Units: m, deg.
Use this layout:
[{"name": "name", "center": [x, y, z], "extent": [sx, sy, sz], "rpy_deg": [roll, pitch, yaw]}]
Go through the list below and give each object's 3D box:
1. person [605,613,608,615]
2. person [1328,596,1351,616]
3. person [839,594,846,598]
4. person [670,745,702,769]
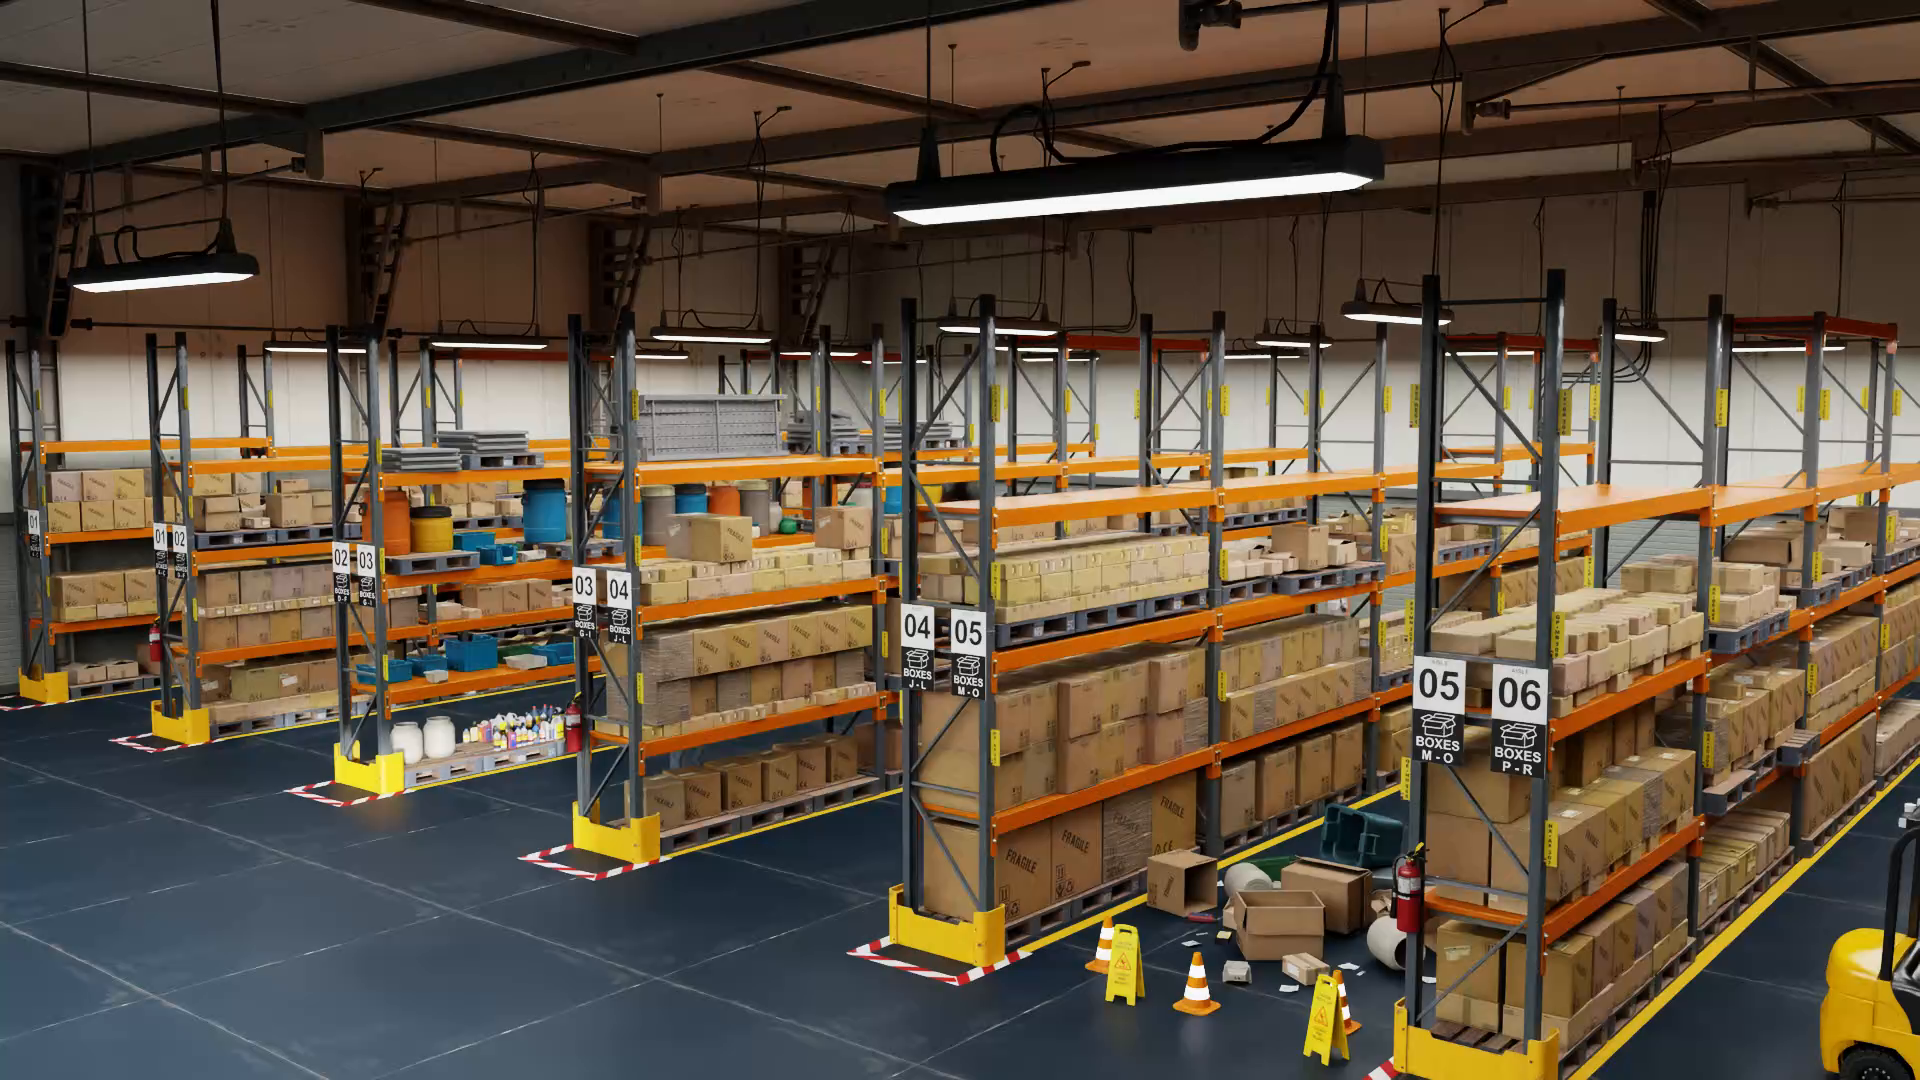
[{"name": "person", "center": [-7.111, 1.321, 33.525], "extent": [0.586, 1.680, 0.662], "rpy_deg": [1, 5, 6]}, {"name": "person", "center": [7.368, 1.357, 32.363], "extent": [0.622, 1.767, 0.546], "rpy_deg": [-2, 5, -18]}, {"name": "person", "center": [-2.216, 1.333, 33.469], "extent": [0.479, 1.679, 0.369], "rpy_deg": [-5, 7, -42]}, {"name": "person", "center": [-3.533, 2.415, 21.240], "extent": [0.650, 1.848, 0.378], "rpy_deg": [-5, 7, -41]}]
